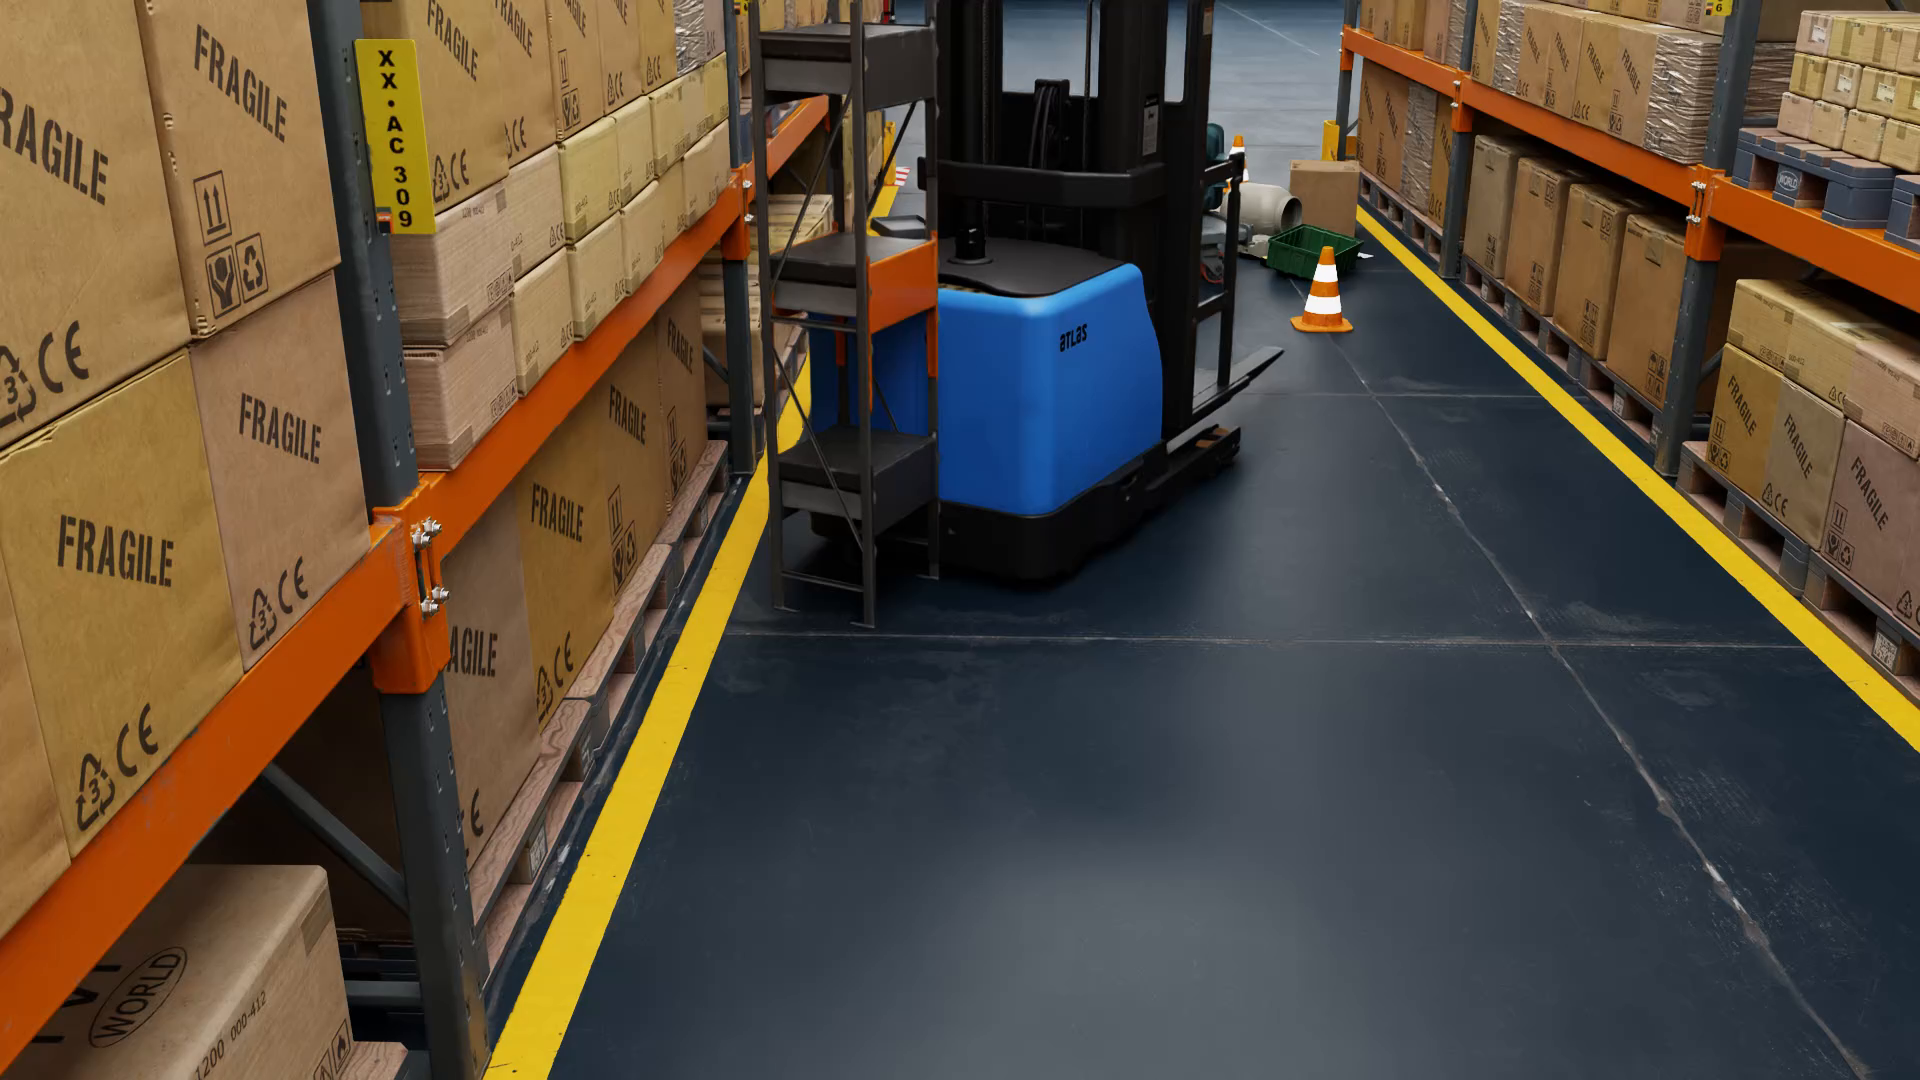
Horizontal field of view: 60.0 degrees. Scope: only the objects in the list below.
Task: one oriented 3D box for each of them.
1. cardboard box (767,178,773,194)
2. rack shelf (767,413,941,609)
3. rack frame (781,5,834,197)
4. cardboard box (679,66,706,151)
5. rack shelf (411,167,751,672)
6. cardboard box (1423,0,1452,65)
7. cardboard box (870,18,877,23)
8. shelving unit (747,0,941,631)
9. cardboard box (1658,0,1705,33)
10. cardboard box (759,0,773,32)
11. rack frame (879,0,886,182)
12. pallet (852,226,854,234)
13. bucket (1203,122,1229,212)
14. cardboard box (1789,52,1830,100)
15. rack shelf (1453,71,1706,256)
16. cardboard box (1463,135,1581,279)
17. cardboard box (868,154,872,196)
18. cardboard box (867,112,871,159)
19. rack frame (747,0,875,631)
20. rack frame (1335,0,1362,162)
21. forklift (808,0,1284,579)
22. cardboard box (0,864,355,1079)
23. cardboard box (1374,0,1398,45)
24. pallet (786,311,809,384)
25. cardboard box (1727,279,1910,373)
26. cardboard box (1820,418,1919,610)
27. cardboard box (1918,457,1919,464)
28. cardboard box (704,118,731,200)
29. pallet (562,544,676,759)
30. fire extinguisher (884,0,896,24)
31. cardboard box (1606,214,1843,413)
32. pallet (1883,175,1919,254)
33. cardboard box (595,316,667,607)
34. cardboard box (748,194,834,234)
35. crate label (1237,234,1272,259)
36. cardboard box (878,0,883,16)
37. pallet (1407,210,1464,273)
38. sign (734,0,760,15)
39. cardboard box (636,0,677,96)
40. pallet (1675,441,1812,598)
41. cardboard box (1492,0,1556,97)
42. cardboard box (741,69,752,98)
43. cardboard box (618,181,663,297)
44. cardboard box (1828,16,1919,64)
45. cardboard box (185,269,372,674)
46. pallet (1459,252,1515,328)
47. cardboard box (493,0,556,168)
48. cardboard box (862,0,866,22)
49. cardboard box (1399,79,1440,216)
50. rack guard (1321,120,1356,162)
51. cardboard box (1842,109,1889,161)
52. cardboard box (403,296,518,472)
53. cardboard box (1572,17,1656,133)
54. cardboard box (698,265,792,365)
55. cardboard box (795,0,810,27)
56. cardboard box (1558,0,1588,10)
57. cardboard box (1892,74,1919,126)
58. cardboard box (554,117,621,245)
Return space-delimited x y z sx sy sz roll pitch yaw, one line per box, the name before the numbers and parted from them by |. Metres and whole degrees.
cardboard box | -1.527 -2.626 11.333 0.500 0.500 0.500 0 21 1
rack shelf | -0.367 -0.114 5.894 0.431 0.518 0.480 10 23 25
rack frame | -1.277 -3.145 10.489 1.000 3.000 0.127 1 21 2
cardboard box | -1.171 -1.499 5.761 0.500 0.250 0.500 0 21 0
rack shelf | -1.459 -0.641 5.028 1.077 0.370 4.000 1 21 2
cardboard box | 3.667 -3.530 11.273 0.875 0.550 0.550 1 21 2
cardboard box | -0.856 -4.058 13.189 0.380 0.149 0.250 1 21 3
shelving unit | -0.367 -0.780 5.636 0.431 2.100 0.503 10 23 25
cardboard box | 3.590 -2.539 7.405 0.700 0.500 0.500 0 21 1
cardboard box | -1.145 -2.429 7.512 0.500 0.500 0.500 2 21 4
rack frame | -1.155 -4.592 14.216 1.000 3.000 0.127 1 21 2
pallet | -1.292 -2.089 11.620 1.003 0.211 1.213 1 21 2
bucket | 1.374 -2.385 10.952 0.726 0.611 0.620 8 33 20
cardboard box | 3.337 -1.726 6.186 0.380 0.149 0.250 2 21 4
rack shelf | 3.613 -2.069 8.709 1.077 0.370 4.000 1 21 2
cardboard box | 3.745 -2.049 10.192 1.050 0.750 0.750 1 21 1
cardboard box | -0.945 -2.834 12.906 0.500 0.250 0.500 0 21 0
cardboard box | -0.954 -3.191 12.791 0.500 0.500 0.500 0 21 0
rack frame | -0.476 -0.701 5.432 0.400 2.100 0.015 10 23 25
rack frame | 3.796 -4.574 14.170 1.000 3.000 0.127 1 21 2
forklift | 0.593 -1.713 6.891 1.130 2.935 3.031 12 24 28
cardboard box | -1.647 0.972 2.839 0.875 0.438 0.875 0 21 1
cardboard box | 3.692 -4.109 12.764 0.875 0.550 0.550 1 21 2
pallet | -1.333 -1.122 9.128 1.003 0.211 1.213 1 21 2
cardboard box | 3.289 -0.815 6.320 0.500 0.250 0.500 0 21 -1
cardboard box | 3.253 -0.091 5.492 0.500 0.500 0.500 0 21 0
cardboard box | 3.231 -0.264 4.901 0.500 0.250 0.500 0 21 -1
cardboard box | -1.154 -1.443 6.310 0.500 0.250 0.500 0 21 0
pallet | -1.538 0.325 5.399 1.003 0.211 1.213 1 21 2
fire extinguisher | -0.691 -4.592 14.324 0.296 0.674 0.183 1 21 2
cardboard box | 3.661 -1.047 7.611 1.050 0.750 0.750 0 21 1
pallet | 3.533 -0.876 4.904 1.003 0.211 1.213 1 21 2
cardboard box | -1.534 -0.333 5.597 0.875 0.875 0.875 1 21 2
cardboard box | -1.290 -1.926 10.399 0.950 0.372 0.625 1 21 2
crate label | 2.093 -2.052 11.629 0.298 0.136 0.250 -16 26 -35
cardboard box | -0.896 -4.578 13.631 0.500 0.500 0.500 0 21 1
pallet | 3.775 -2.101 11.653 1.003 0.211 1.213 1 21 2
sign | -0.844 -2.234 6.539 0.100 0.325 0.005 1 21 2
cardboard box | -1.182 -1.657 5.132 0.500 0.500 0.500 1 21 2
pallet | 3.527 -0.099 6.491 1.003 0.211 1.213 1 21 2
cardboard box | 3.374 -2.804 9.471 0.500 0.500 0.500 1 21 2
cardboard box | -1.106 -2.094 7.544 0.380 0.149 0.250 -1 21 -2
cardboard box | -1.173 -0.892 4.888 0.500 0.250 0.500 0 21 1
cardboard box | 3.339 -1.775 5.901 0.380 0.149 0.250 0 21 0
cardboard box | -1.279 -0.129 2.576 0.500 0.500 0.500 1 21 2
pallet | 3.726 -1.548 10.226 1.003 0.211 1.213 1 21 2
cardboard box | -1.232 -1.106 3.712 0.500 0.500 0.500 1 21 1
cardboard box | -0.969 -4.033 12.226 0.500 0.500 0.500 1 21 2
cardboard box | 3.787 -2.885 12.175 0.875 0.875 0.875 1 21 2
rack guard | 3.796 -3.417 14.644 1.175 0.500 0.348 1 21 2
cardboard box | 3.321 -1.406 5.772 0.380 0.149 0.250 2 21 4
cardboard box | -1.243 -0.339 3.463 0.500 0.250 0.500 0 21 0
cardboard box | 3.329 -2.255 8.055 0.500 0.500 0.500 0 21 1
cardboard box | -1.357 -1.141 8.375 0.950 0.372 0.625 0 21 1
cardboard box | -1.097 -2.991 8.961 0.500 0.500 0.500 1 21 3
cardboard box | 3.635 -3.092 8.830 0.700 0.500 0.500 1 21 2
cardboard box | 3.319 -1.440 5.449 0.380 0.149 0.250 1 21 2
cardboard box | -1.195 -0.943 4.329 0.500 0.250 0.500 1 21 2
